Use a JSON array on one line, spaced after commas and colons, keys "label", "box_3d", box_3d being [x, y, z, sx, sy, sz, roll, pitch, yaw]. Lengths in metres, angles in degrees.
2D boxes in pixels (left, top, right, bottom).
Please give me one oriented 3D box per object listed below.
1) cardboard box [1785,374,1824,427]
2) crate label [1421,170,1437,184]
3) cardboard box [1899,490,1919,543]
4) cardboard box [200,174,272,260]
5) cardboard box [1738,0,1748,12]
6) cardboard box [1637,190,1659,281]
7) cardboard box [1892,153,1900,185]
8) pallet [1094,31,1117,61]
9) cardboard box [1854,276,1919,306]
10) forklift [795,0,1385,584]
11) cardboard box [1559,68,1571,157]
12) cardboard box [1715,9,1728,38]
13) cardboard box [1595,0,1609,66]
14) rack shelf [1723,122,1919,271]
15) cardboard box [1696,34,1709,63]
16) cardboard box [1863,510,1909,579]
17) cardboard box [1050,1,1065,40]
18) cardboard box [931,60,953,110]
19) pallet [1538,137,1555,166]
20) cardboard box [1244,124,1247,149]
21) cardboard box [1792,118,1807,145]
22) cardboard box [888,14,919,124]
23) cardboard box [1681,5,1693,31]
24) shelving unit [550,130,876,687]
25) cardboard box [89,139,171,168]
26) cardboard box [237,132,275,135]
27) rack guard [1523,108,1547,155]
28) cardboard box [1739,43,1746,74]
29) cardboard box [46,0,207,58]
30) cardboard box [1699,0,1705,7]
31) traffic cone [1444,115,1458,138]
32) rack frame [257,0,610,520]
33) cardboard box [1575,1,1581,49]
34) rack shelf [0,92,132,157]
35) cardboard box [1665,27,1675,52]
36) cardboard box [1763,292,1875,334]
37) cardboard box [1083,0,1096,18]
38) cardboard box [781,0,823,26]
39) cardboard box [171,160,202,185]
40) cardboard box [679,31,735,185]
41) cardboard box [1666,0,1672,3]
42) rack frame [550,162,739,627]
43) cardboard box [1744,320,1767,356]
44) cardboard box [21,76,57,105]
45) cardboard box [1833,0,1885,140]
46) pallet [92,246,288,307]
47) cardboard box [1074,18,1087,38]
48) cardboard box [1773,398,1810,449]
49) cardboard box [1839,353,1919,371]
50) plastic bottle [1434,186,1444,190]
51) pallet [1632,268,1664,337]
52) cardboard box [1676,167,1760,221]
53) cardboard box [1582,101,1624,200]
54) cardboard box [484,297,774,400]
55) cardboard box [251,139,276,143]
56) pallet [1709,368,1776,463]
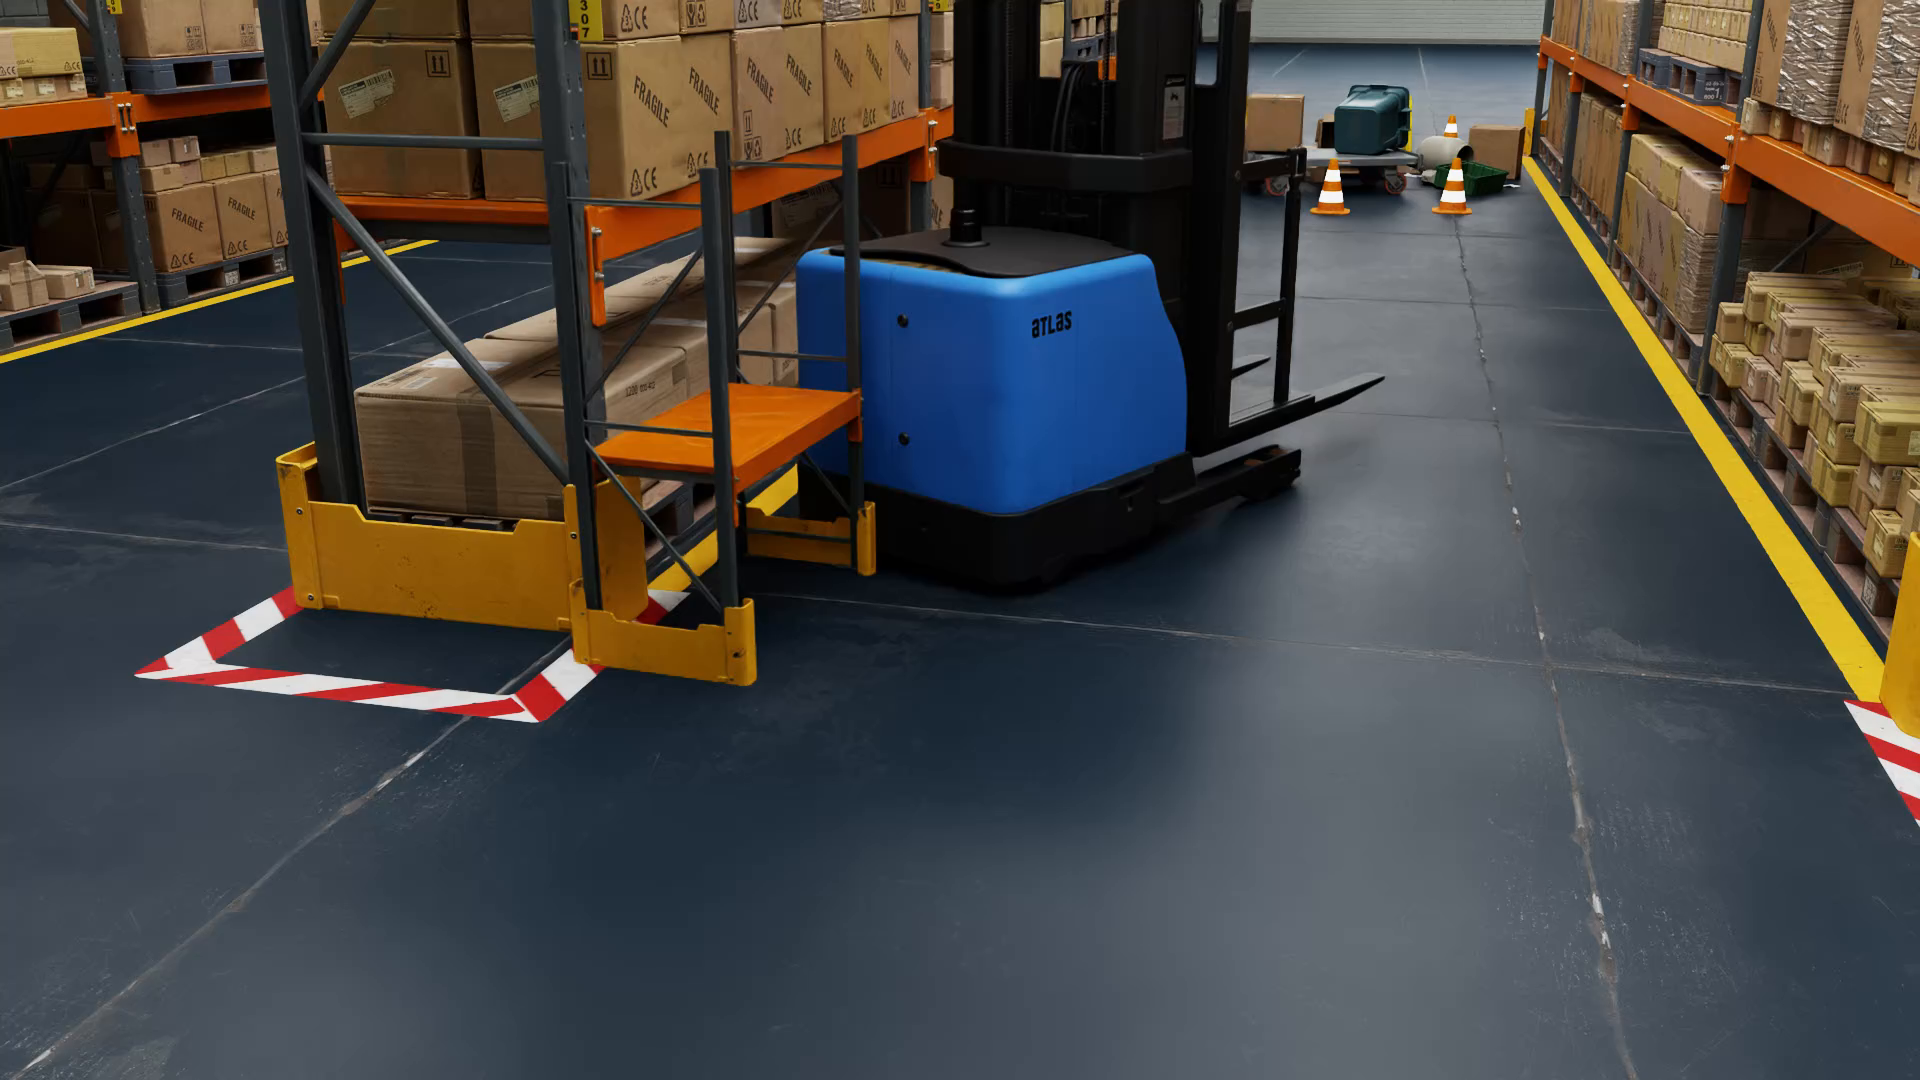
[{"label": "cardboard box", "box_3d": [3.410, -0.527, 6.391, 0.380, 0.149, 0.250, 5, 19, 14]}, {"label": "crate label", "box_3d": [4.739, -3.598, 16.509, 0.298, 0.136, 0.250, -9, 21, -24]}, {"label": "cardboard box", "box_3d": [3.049, -0.033, 4.945, 0.380, 0.149, 0.250, 4, 19, 12]}, {"label": "cardboard box", "box_3d": [-5.008, -2.176, 11.136, 0.500, 0.500, 0.500, 4, 19, 13]}, {"label": "cardboard box", "box_3d": [4.213, -2.777, 8.494, 0.380, 0.149, 0.250, 4, 19, 12]}, {"label": "cardboard box", "box_3d": [4.491, -1.858, 10.203, 0.500, 0.500, 0.500, 4, 19, 12]}, {"label": "cardboard box", "box_3d": [3.403, -1.257, 5.617, 0.380, 0.149, 0.250, 4, 19, 11]}, {"label": "pallet", "box_3d": [0.771, -4.255, 14.300, 1.003, 0.211, 1.213, 5, 19, 13]}, {"label": "cardboard box", "box_3d": [4.340, -1.108, 7.631, 0.380, 0.149, 0.250, 5, 20, 15]}, {"label": "forklift", "box_3d": [0.744, -1.640, 6.455, 1.130, 2.935, 3.031, 15, 24, 38]}, {"label": "cardboard box", "box_3d": [6.567, -4.284, 16.727, 0.875, 0.875, 0.875, 5, 19, 14]}, {"label": "cardboard box", "box_3d": [4.334, -2.797, 9.016, 0.380, 0.149, 0.250, 4, 19, 11]}, {"label": "cardboard box", "box_3d": [5.368, -4.046, 13.238, 0.500, 0.500, 0.500, 5, 19, 14]}, {"label": "rack shelf", "box_3d": [3.686, -1.142, 6.002, 1.077, 0.370, 4.000, 5, 19, 13]}, {"label": "cardboard box", "box_3d": [4.460, -2.821, 9.545, 0.380, 0.149, 0.250, 4, 19, 12]}, {"label": "cardboard box", "box_3d": [3.088, 0.025, 5.234, 0.380, 0.149, 0.250, 5, 20, 15]}, {"label": "cardboard box", "box_3d": [0.455, -3.715, 11.883, 0.500, 0.250, 0.500, 5, 19, 13]}, {"label": "cardboard box", "box_3d": [-0.287, -2.514, 9.140, 0.500, 0.250, 0.500, 4, 19, 12]}, {"label": "pallet", "box_3d": [6.987, -4.294, 18.431, 1.003, 0.211, 1.213, 5, 19, 13]}, {"label": "cardboard box", "box_3d": [2.886, -4.022, 17.186, 0.500, 0.500, 0.500, -13, 23, -34]}, {"label": "cardboard box", "box_3d": [3.783, -1.752, 7.066, 0.380, 0.149, 0.250, 4, 19, 11]}, {"label": "cardboard box", "box_3d": [-0.516, -2.350, 8.272, 0.500, 0.500, 0.500, 5, 19, 14]}, {"label": "cardboard box", "box_3d": [4.651, -3.199, 10.192, 0.380, 0.149, 0.250, 5, 19, 14]}, {"label": "shelving unit", "box_3d": [-0.737, -0.469, 5.239, 0.587, 1.500, 1.083, 6, 20, 17]}, {"label": "cardboard box", "box_3d": [-5.178, -2.419, 10.382, 0.380, 0.149, 0.250, 4, 19, 12]}, {"label": "cardboard box", "box_3d": [-5.164, -2.968, 12.449, 0.380, 0.149, 0.250, 4, 19, 12]}, {"label": "rack guard", "box_3d": [7.112, -4.695, 19.159, 1.175, 0.500, 0.348, 5, 19, 13]}, {"label": "cardboard box", "box_3d": [4.142, -2.410, 8.342, 0.380, 0.149, 0.250, 5, 19, 14]}, {"label": "cardboard box", "box_3d": [-5.129, -3.239, 10.225, 0.700, 0.500, 0.500, 5, 20, 15]}, {"label": "cardboard box", "box_3d": [4.531, -3.182, 9.682, 0.380, 0.149, 0.250, 5, 20, 15]}, {"label": "traffic cone", "box_3d": [5.600, -4.615, 18.984, 0.336, 0.463, 0.334, 5, 19, 13]}, {"label": "rack frame", "box_3d": [-1.628, -1.214, 5.102, 1.000, 3.000, 0.127, 5, 19, 13]}, {"label": "cardboard box", "box_3d": [6.208, -4.804, 15.379, 0.875, 0.550, 0.550, 5, 19, 13]}, {"label": "rack shelf", "box_3d": [-5.953, -1.892, 8.198, 1.077, 0.370, 4.000, 5, 19, 13]}, {"label": "cardboard box", "box_3d": [4.781, -3.234, 10.754, 0.380, 0.149, 0.250, 6, 20, 16]}, {"label": "cardboard box", "box_3d": [3.751, -0.984, 7.267, 0.380, 0.149, 0.250, 4, 19, 13]}, {"label": "cardboard box", "box_3d": [0.782, -4.395, 13.150, 0.500, 0.500, 0.500, 6, 20, 16]}, {"label": "cardboard box", "box_3d": [-0.875, -2.344, 6.707, 0.500, 0.500, 0.500, 5, 19, 14]}, {"label": "cardboard box", "box_3d": [-5.126, -2.366, 10.688, 0.380, 0.149, 0.250, 4, 19, 12]}, {"label": "cardboard box", "box_3d": [-1.135, -1.550, 5.931, 0.500, 0.500, 0.500, 4, 19, 13]}, {"label": "cardboard box", "box_3d": [4.850, -3.593, 10.885, 0.380, 0.149, 0.250, 5, 19, 13]}, {"label": "rack frame", "box_3d": [-0.894, -0.316, 4.791, 0.500, 1.500, 0.032, 6, 20, 17]}, {"label": "cardboard box", "box_3d": [3.801, -0.924, 7.554, 0.380, 0.149, 0.250, 5, 19, 14]}, {"label": "cardboard box", "box_3d": [-5.340, -2.537, 9.363, 0.380, 0.149, 0.250, 5, 20, 15]}, {"label": "cardboard box", "box_3d": [3.435, -1.680, 5.852, 0.500, 0.500, 0.500, 6, 20, 16]}, {"label": "pallet", "box_3d": [-5.302, -1.797, 11.123, 1.003, 0.211, 1.213, 5, 19, 13]}, {"label": "cardboard box", "box_3d": [0.800, -4.057, 13.163, 0.380, 0.149, 0.250, 3, 19, 10]}, {"label": "cardboard box", "box_3d": [3.496, -0.460, 6.654, 0.380, 0.149, 0.250, 4, 19, 12]}, {"label": "cardboard box", "box_3d": [3.446, -0.576, 6.074, 0.380, 0.149, 0.250, 4, 19, 12]}, {"label": "plastic bottle", "box_3d": [4.733, -3.431, 16.139, 0.133, 0.061, 0.283, -5, 20, -15]}, {"label": "pallet", "box_3d": [4.659, -1.417, 10.009, 1.003, 0.211, 1.213, 5, 19, 13]}, {"label": "cardboard box", "box_3d": [4.250, -1.893, 9.146, 0.500, 0.250, 0.500, 6, 20, 16]}, {"label": "cardboard box", "box_3d": [5.825, -3.247, 13.883, 1.050, 0.750, 0.750, 5, 19, 13]}, {"label": "cardboard box", "box_3d": [-1.348, -0.703, 6.919, 0.875, 0.438, 0.875, 5, 20, 15]}, {"label": "cardboard box", "box_3d": [-4.823, -2.774, 11.883, 0.380, 0.149, 0.250, 5, 19, 14]}, {"label": "pallet", "box_3d": [4.045, -0.576, 7.547, 1.003, 0.211, 1.213, 5, 19, 13]}]
